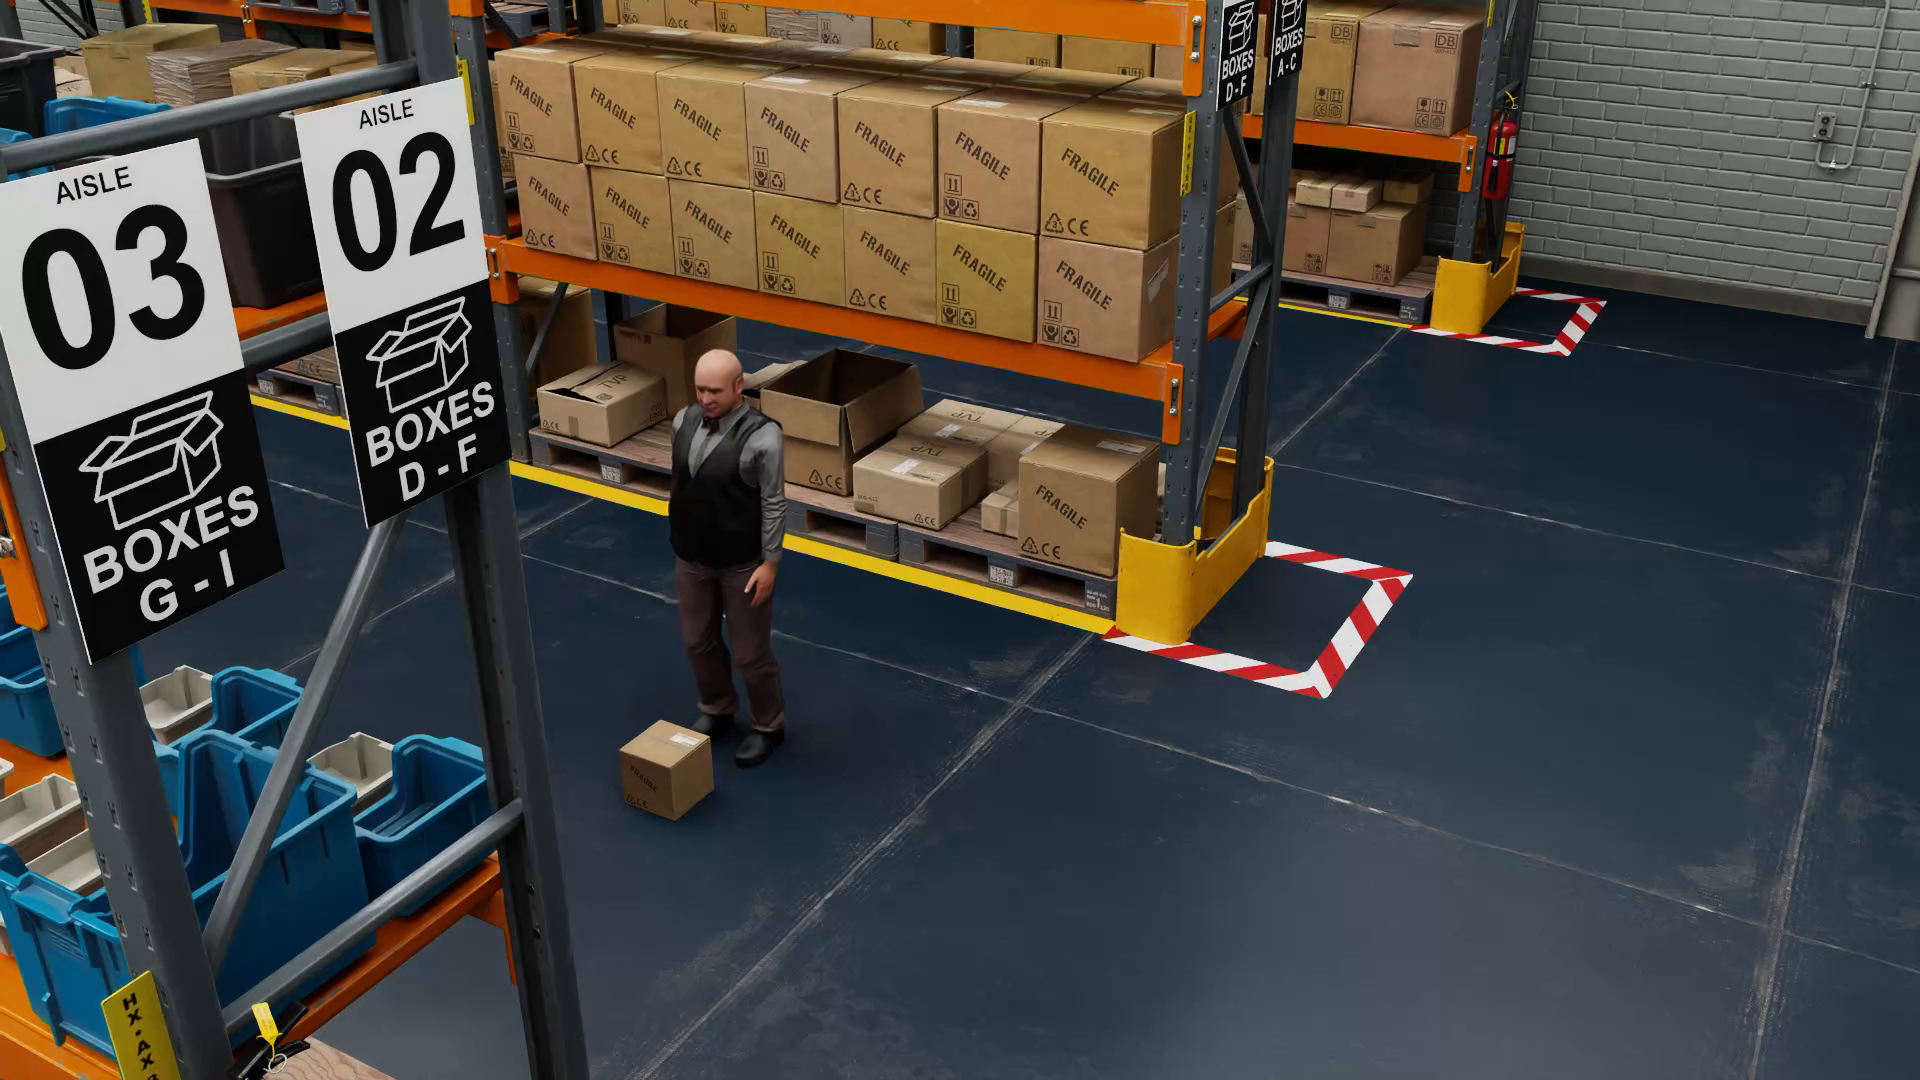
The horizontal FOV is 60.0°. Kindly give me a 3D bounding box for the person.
[{"bbox_3d":[-0.903,0.070,6.513,0.533,1.714,0.358,15,30,27],"label":"person"}]
